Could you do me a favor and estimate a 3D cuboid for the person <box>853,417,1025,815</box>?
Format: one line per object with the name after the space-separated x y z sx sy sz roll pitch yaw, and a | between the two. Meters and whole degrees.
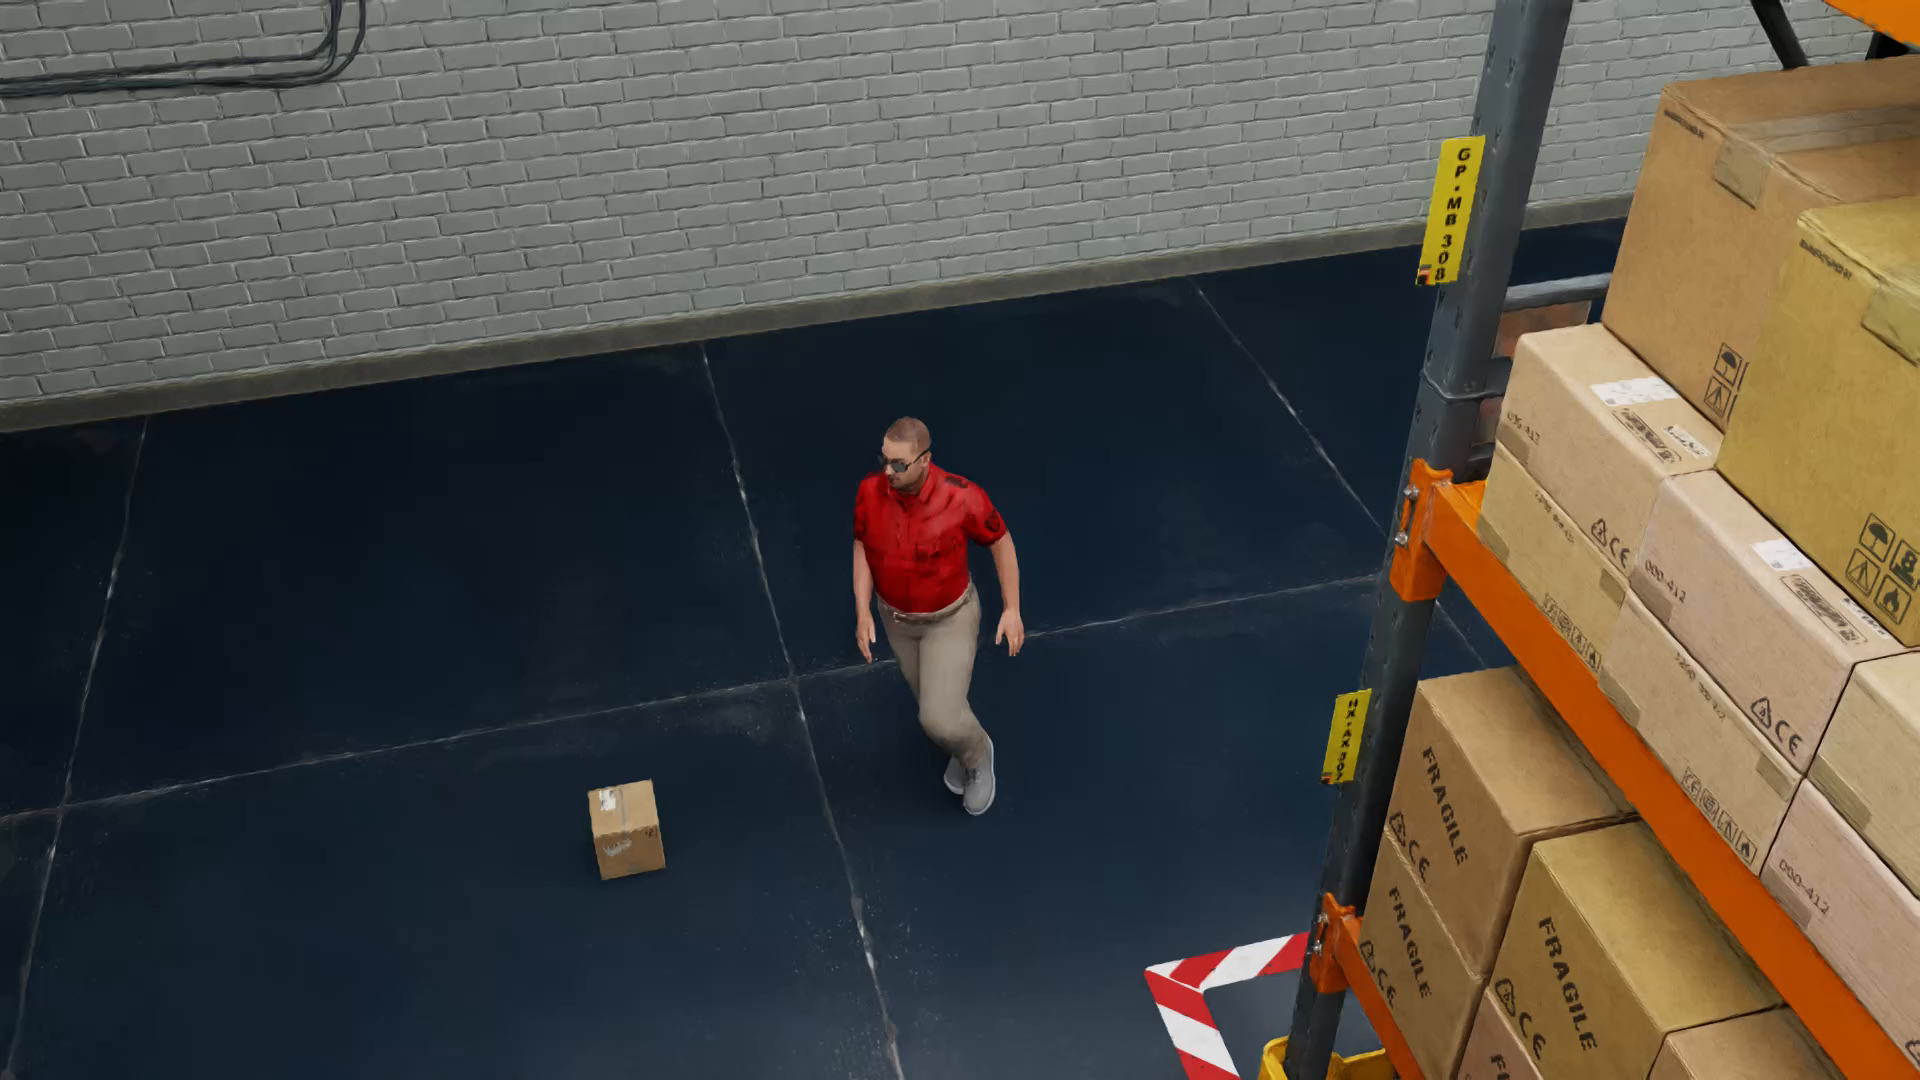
-0.115 0.350 6.371 0.703 1.598 0.520 16 41 20 | person
